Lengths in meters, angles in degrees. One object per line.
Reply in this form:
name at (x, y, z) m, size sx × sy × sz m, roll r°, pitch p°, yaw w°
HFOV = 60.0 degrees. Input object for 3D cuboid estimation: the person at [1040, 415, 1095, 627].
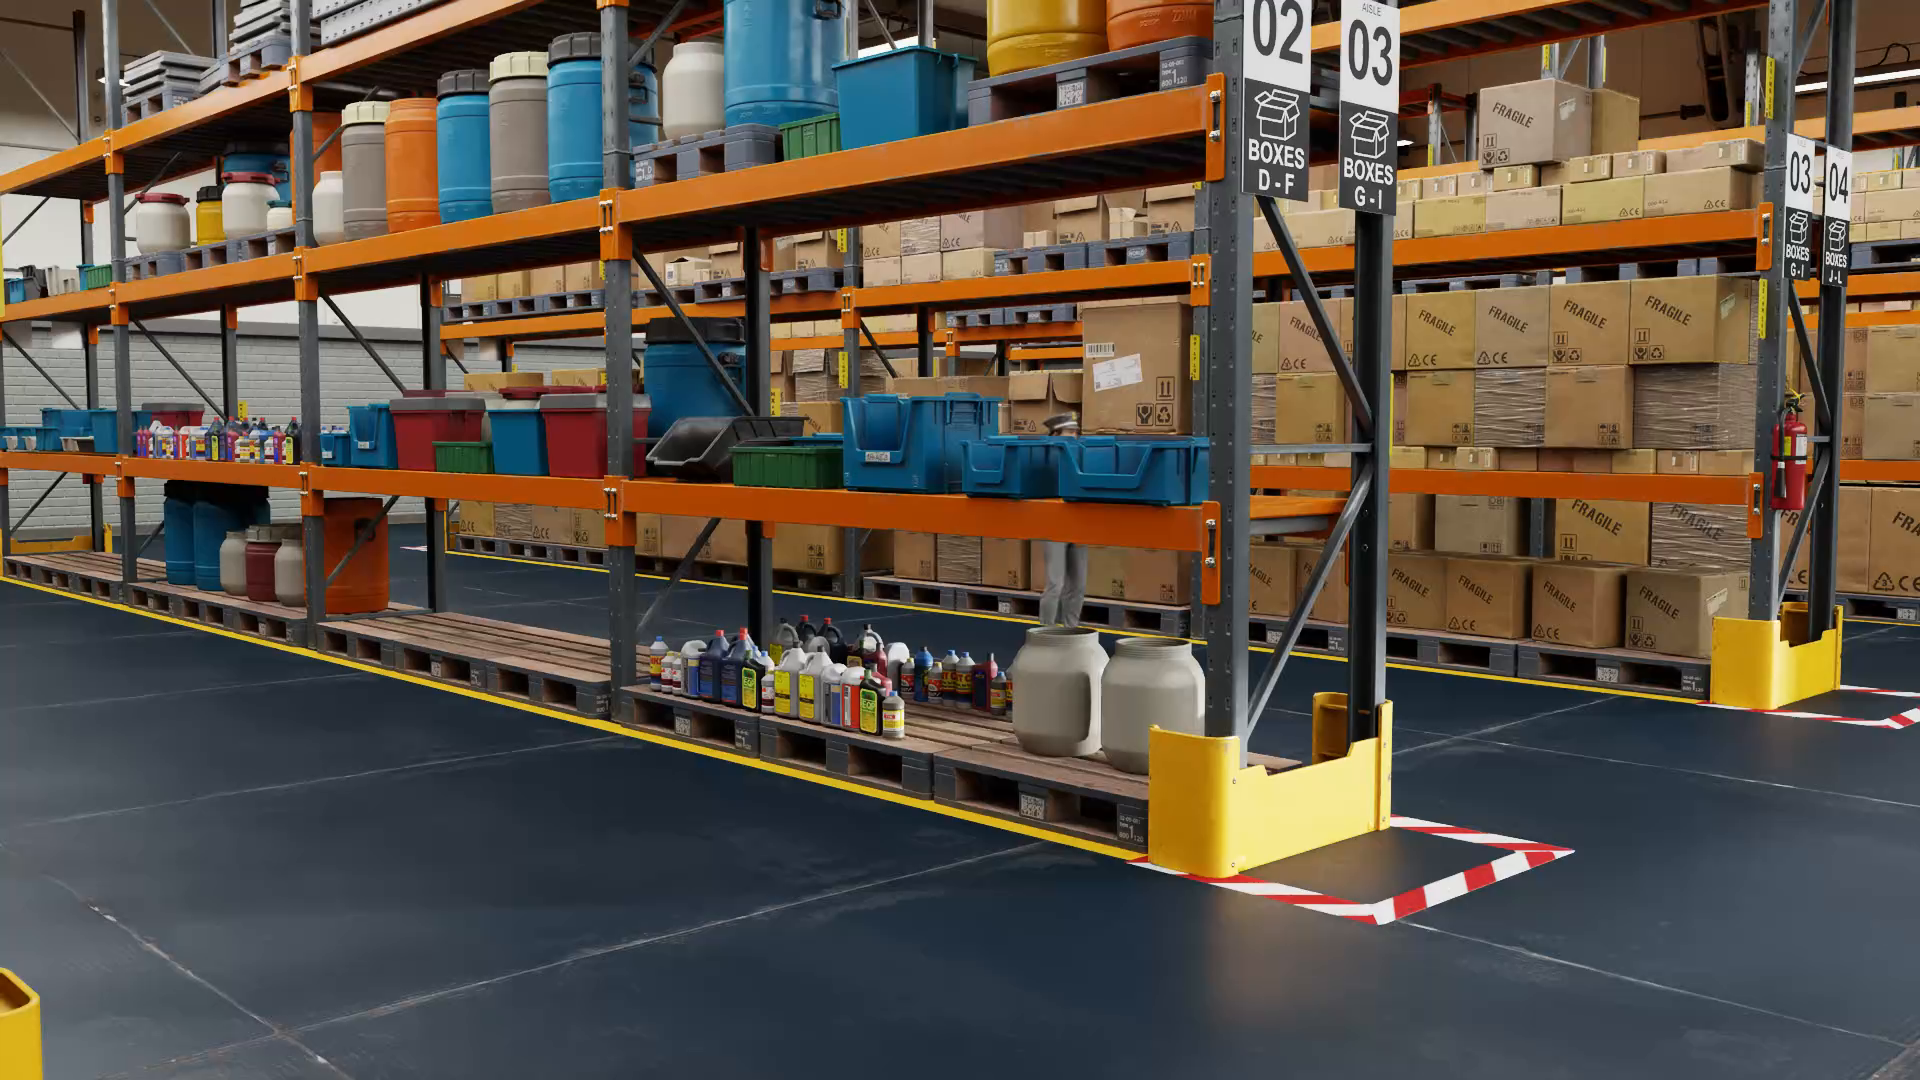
person at (0.758, -0.052, 11.761) m, size 0.374 × 1.661 × 0.539 m, roll 4°, pitch 5°, yaw 43°
